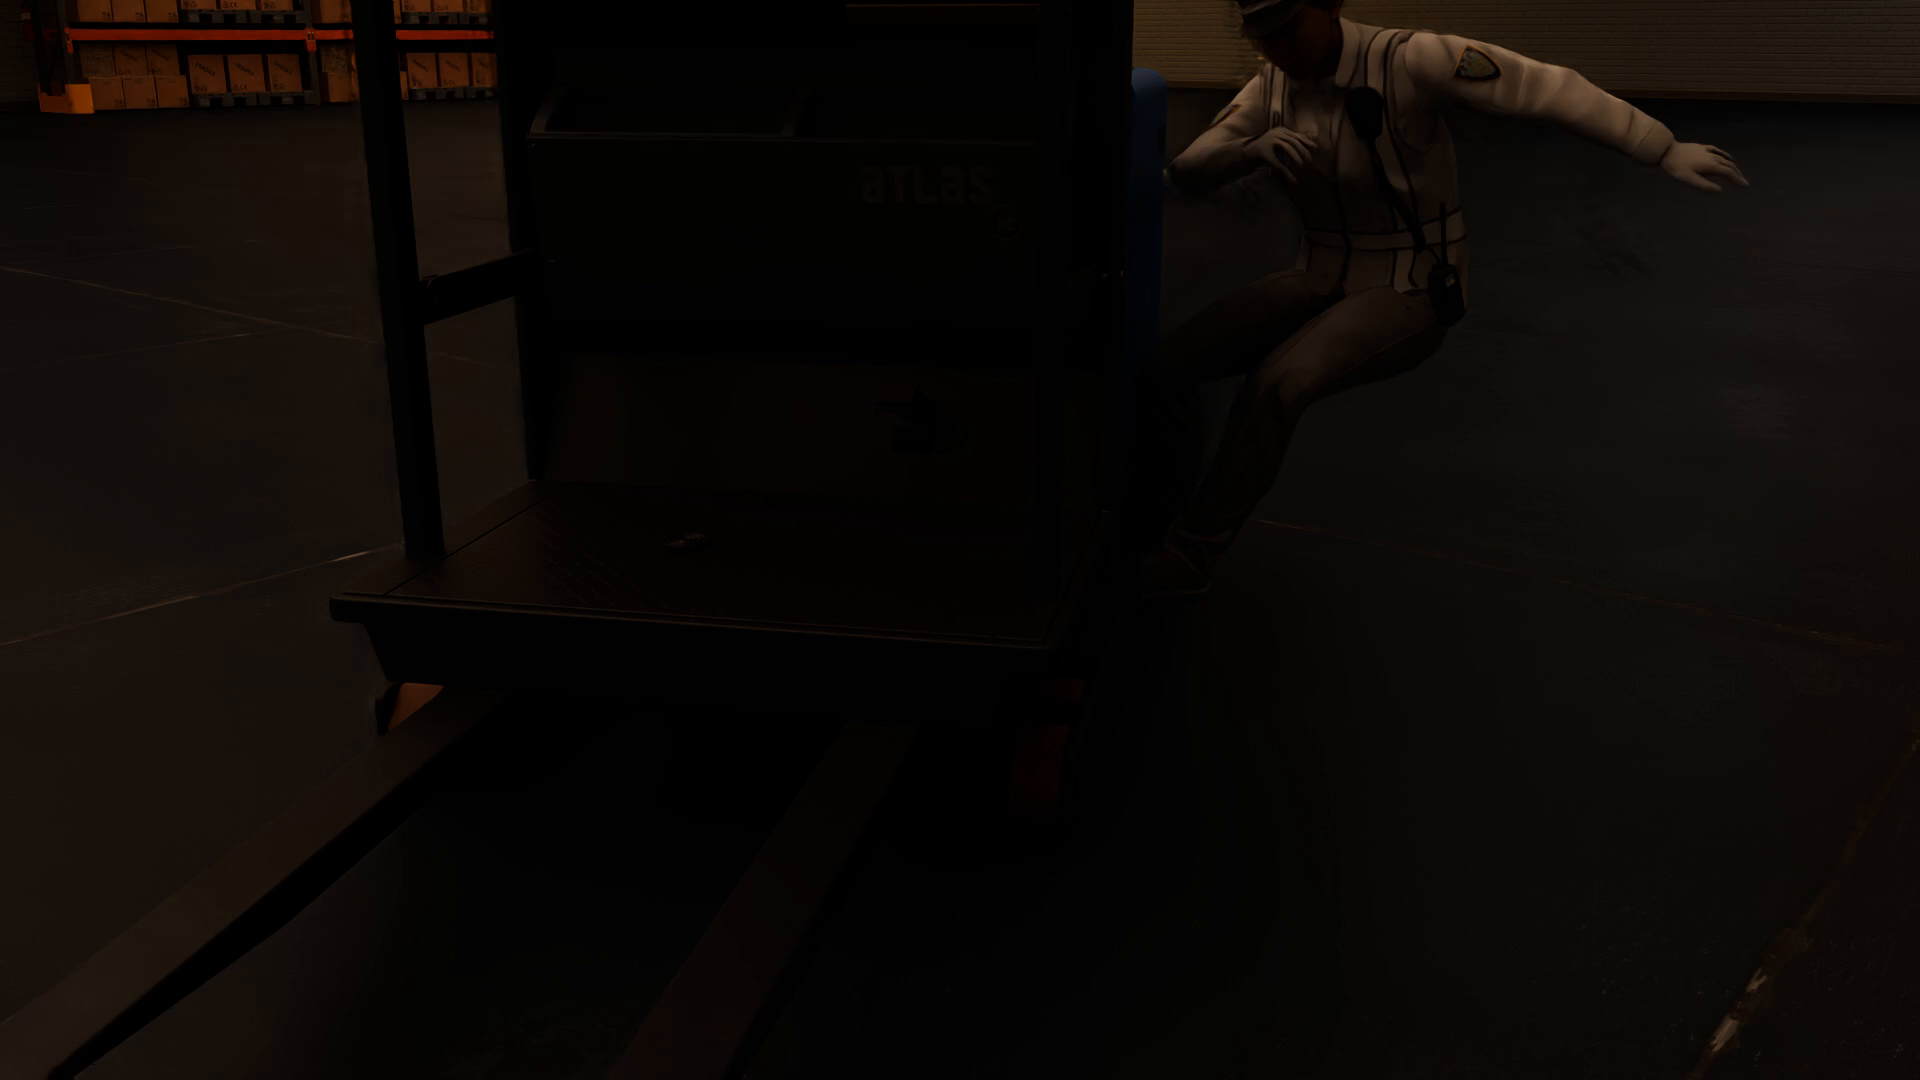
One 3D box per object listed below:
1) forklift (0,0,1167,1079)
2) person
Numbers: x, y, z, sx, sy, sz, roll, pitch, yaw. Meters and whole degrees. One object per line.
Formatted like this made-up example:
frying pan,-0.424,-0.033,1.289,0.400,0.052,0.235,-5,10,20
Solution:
forklift,-0.307,-1.081,2.456,1.130,2.935,3.031,3,17,11
person,0.768,-0.471,3.259,0.888,1.384,1.116,-14,22,-39
